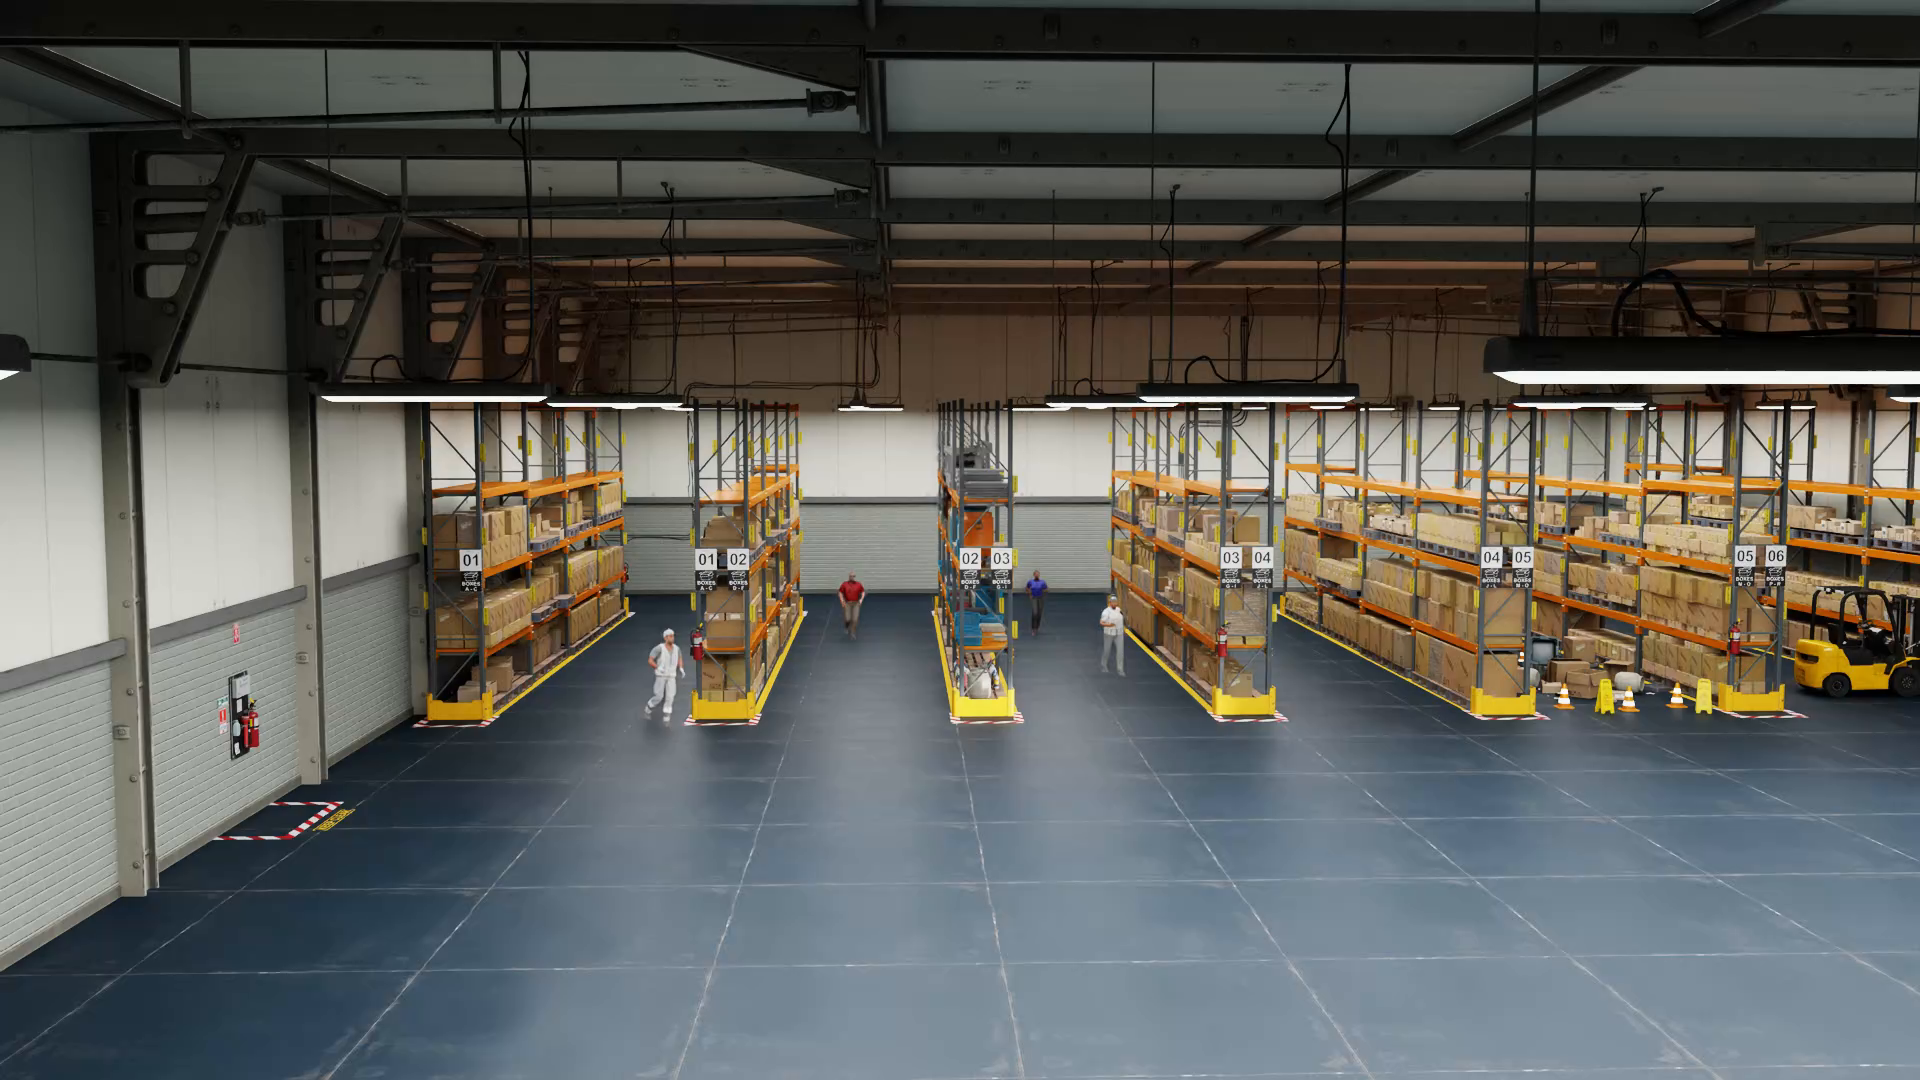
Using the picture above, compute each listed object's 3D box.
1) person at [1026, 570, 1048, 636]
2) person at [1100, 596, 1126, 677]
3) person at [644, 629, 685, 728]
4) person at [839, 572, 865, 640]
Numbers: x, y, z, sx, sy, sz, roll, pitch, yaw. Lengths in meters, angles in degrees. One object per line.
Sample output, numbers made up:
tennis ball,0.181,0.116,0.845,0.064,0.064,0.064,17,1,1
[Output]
person,2.007,1.638,43.170,0.561,1.696,0.743,0,4,-3
person,3.267,2.037,35.444,0.606,1.679,0.924,-1,5,-18
person,-5.380,2.518,30.534,0.705,1.755,0.885,-3,5,-36
person,-2.746,1.669,42.379,0.682,1.702,0.598,-1,4,-10
